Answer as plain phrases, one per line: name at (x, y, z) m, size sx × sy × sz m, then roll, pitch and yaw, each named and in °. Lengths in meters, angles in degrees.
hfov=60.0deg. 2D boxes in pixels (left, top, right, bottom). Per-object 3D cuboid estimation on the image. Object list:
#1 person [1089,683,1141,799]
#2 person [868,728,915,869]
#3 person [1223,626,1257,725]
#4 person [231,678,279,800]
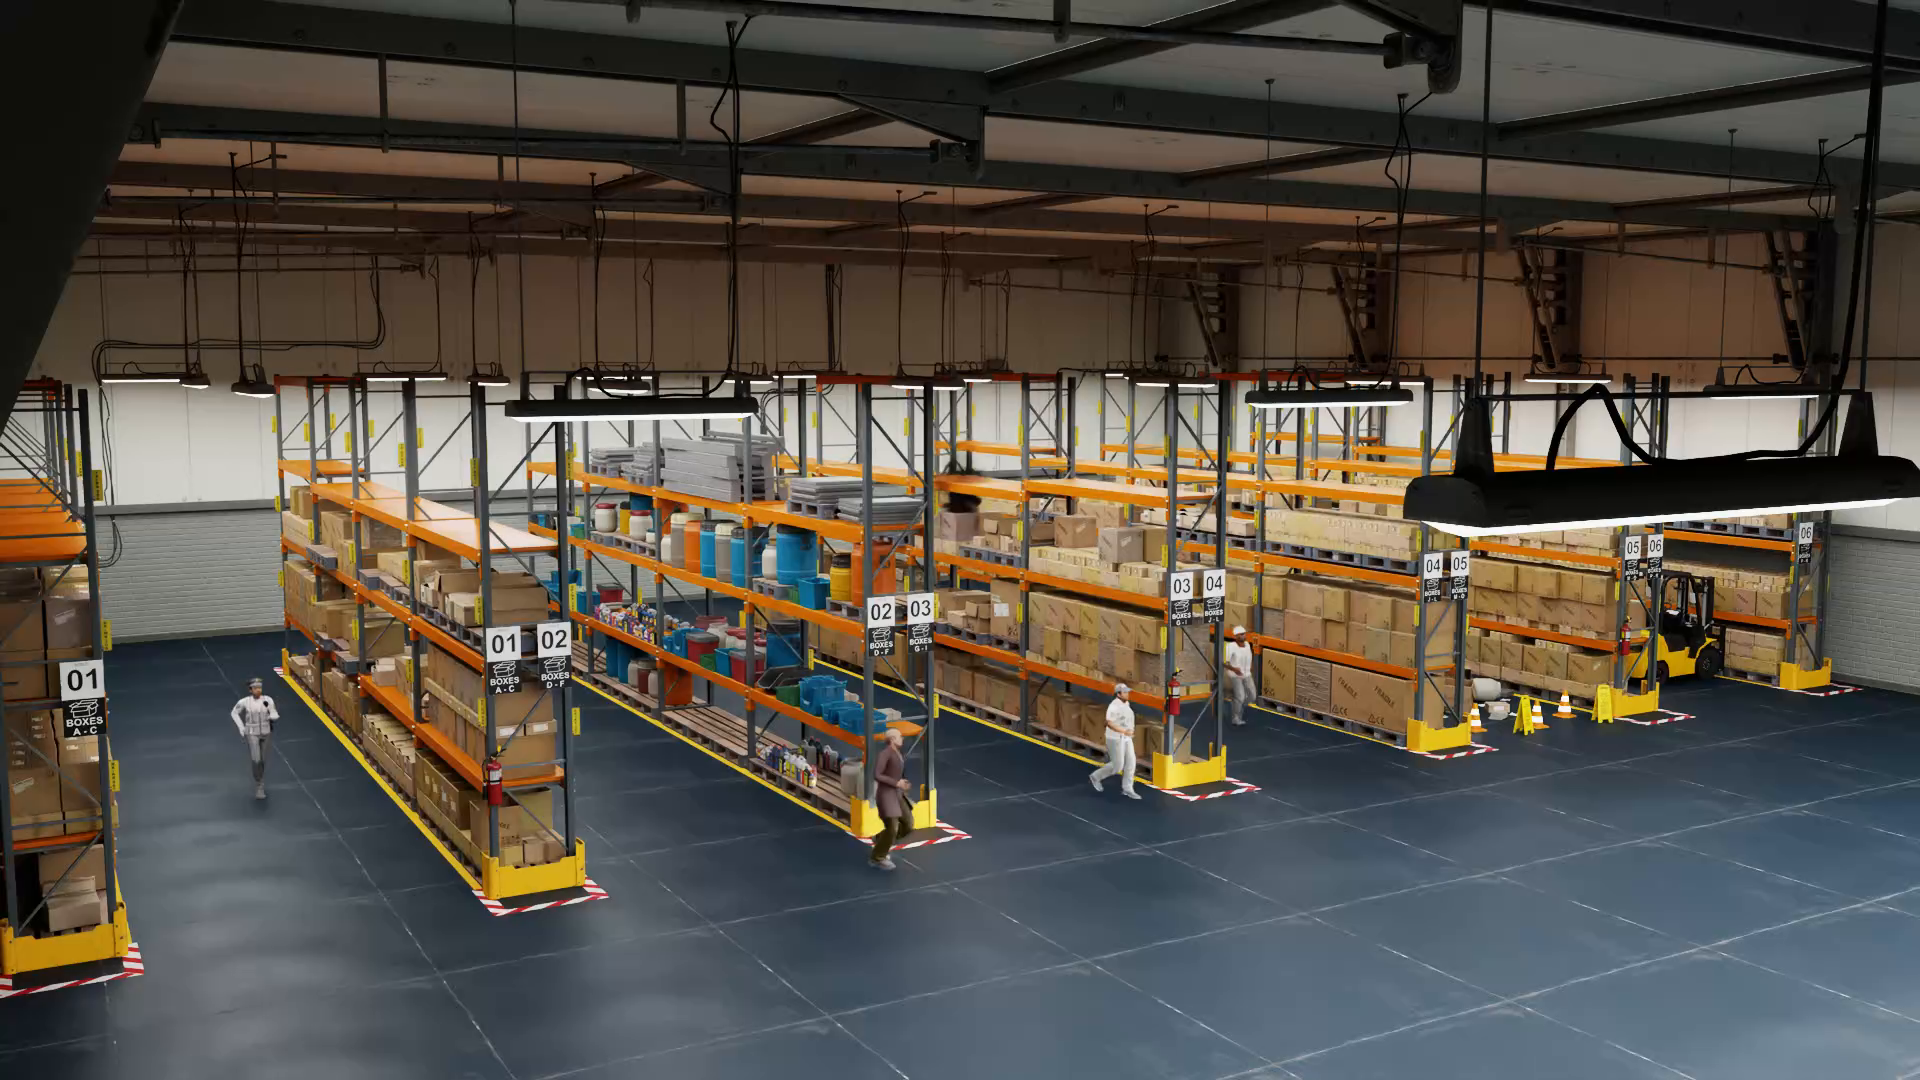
person at (2.272, 2.893, 24.061) m, size 0.763 × 1.675 × 0.631 m, roll 4°, pitch 7°, yaw 31°
person at (-0.818, 3.212, 20.821) m, size 0.605 × 1.704 × 0.713 m, roll 3°, pitch 7°, yaw 24°
person at (4.848, 2.336, 28.646) m, size 0.674 × 1.721 × 0.569 m, roll -4°, pitch 7°, yaw -30°
person at (-10.192, 2.852, 24.131) m, size 0.597 × 1.747 × 0.718 m, roll -5°, pitch 8°, yaw -39°
